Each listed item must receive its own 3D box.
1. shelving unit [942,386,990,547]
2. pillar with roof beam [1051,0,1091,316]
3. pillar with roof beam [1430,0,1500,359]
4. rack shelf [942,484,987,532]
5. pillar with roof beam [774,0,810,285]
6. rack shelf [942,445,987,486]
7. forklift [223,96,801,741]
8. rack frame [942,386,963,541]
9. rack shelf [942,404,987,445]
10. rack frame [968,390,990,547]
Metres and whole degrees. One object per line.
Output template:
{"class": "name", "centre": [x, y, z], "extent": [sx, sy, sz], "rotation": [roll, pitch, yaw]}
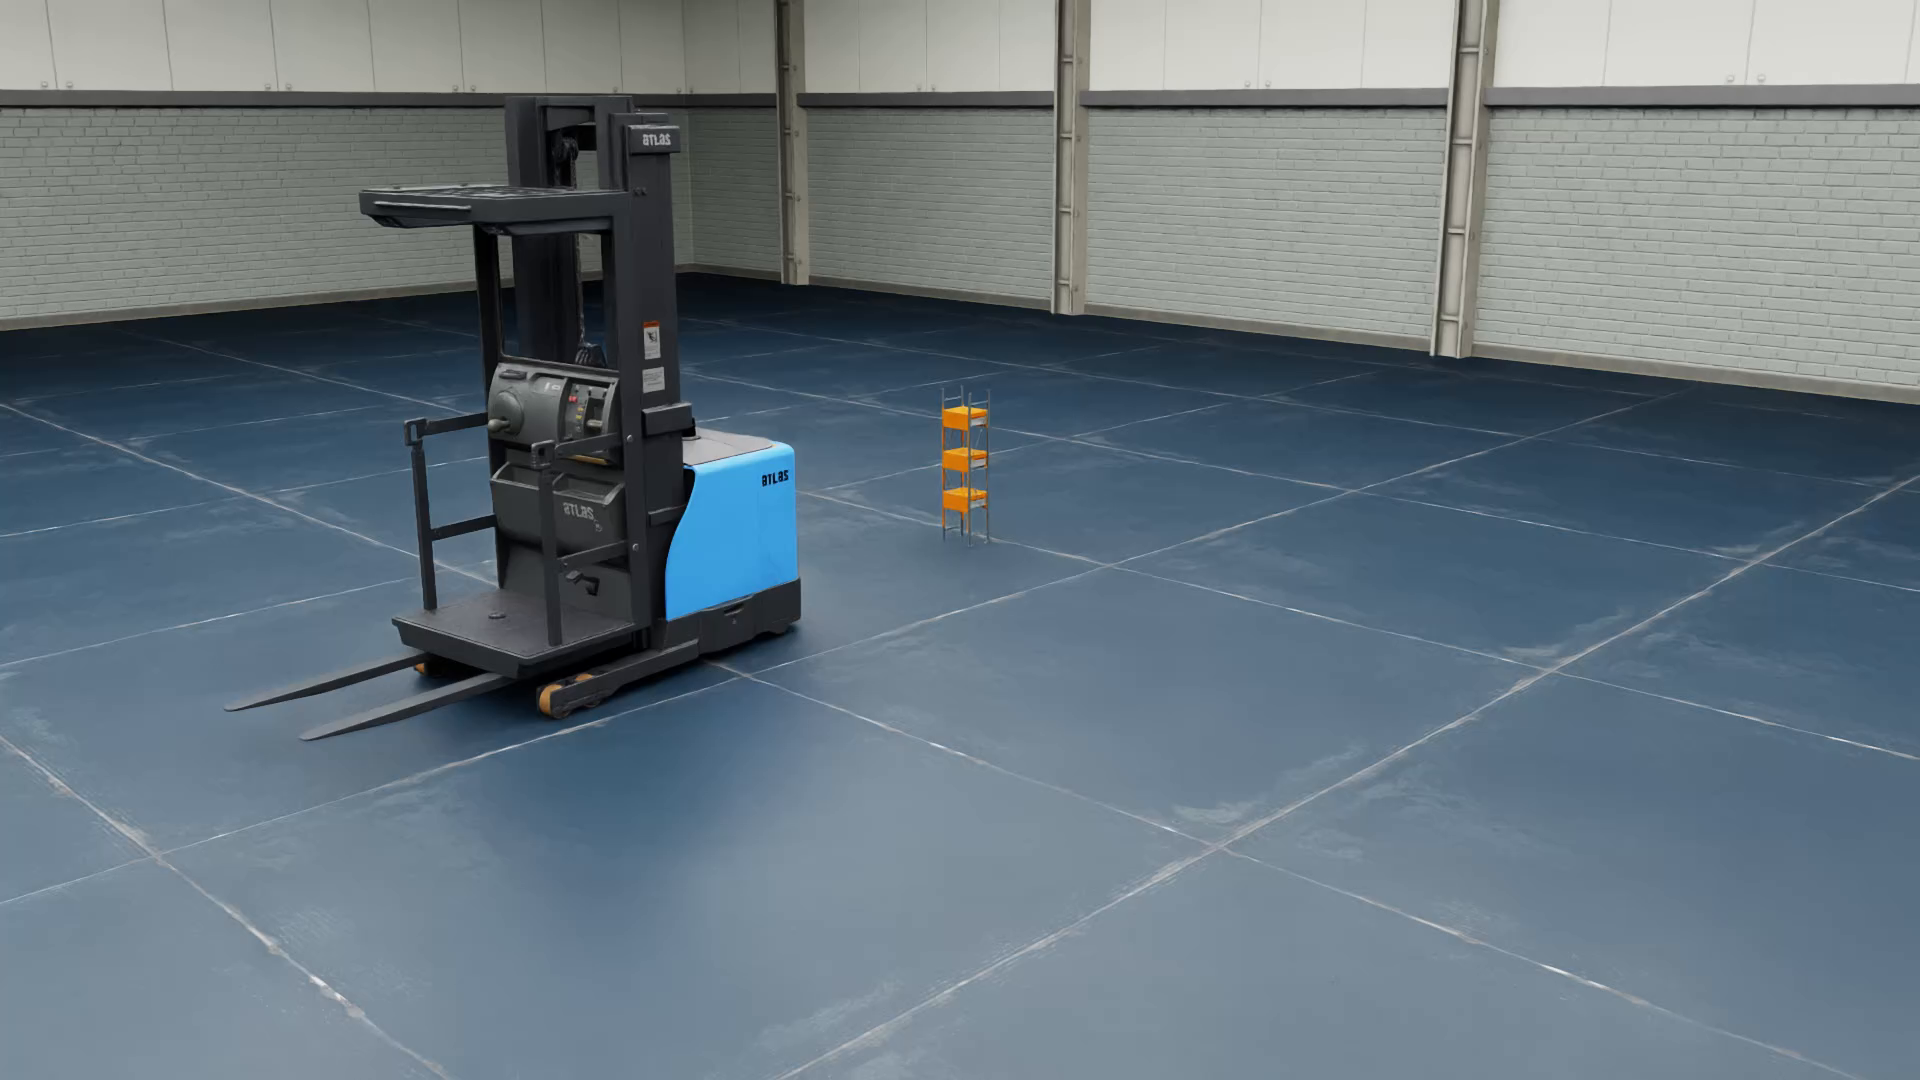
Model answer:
{"class": "shelving unit", "centre": [0.039, -0.499, 11.264], "extent": [0.252, 1.050, 0.215], "rotation": [14, 20, 42]}
{"class": "pillar with roof beam", "centre": [-1.432, -6.830, 19.799], "extent": [0.400, 9.000, 9.100], "rotation": [14, 20, 42]}
{"class": "pillar with roof beam", "centre": [2.887, -5.780, 15.769], "extent": [0.400, 9.000, 9.100], "rotation": [14, 20, 42]}
{"class": "rack shelf", "centre": [0.039, -0.219, 11.337], "extent": [0.240, 0.259, 0.215], "rotation": [14, 20, 42]}
{"class": "pillar with roof beam", "centre": [-5.752, -7.880, 23.829], "extent": [0.400, 9.000, 9.100], "rotation": [14, 20, 42]}
{"class": "rack shelf", "centre": [0.039, -0.488, 11.266], "extent": [0.240, 0.259, 0.215], "rotation": [14, 20, 42]}
{"class": "forklift", "centre": [-2.192, -0.689, 8.262], "extent": [1.130, 2.935, 3.031], "rotation": [11, 18, 36]}
{"class": "rack frame", "centre": [-0.049, -0.520, 11.346], "extent": [0.008, 1.050, 0.200], "rotation": [14, 20, 42]}
{"class": "rack shelf", "centre": [0.039, -0.763, 11.195], "extent": [0.240, 0.259, 0.215], "rotation": [14, 20, 42]}
{"class": "rack frame", "centre": [0.126, -0.477, 11.182], "extent": [0.008, 1.050, 0.200], "rotation": [14, 20, 42]}
